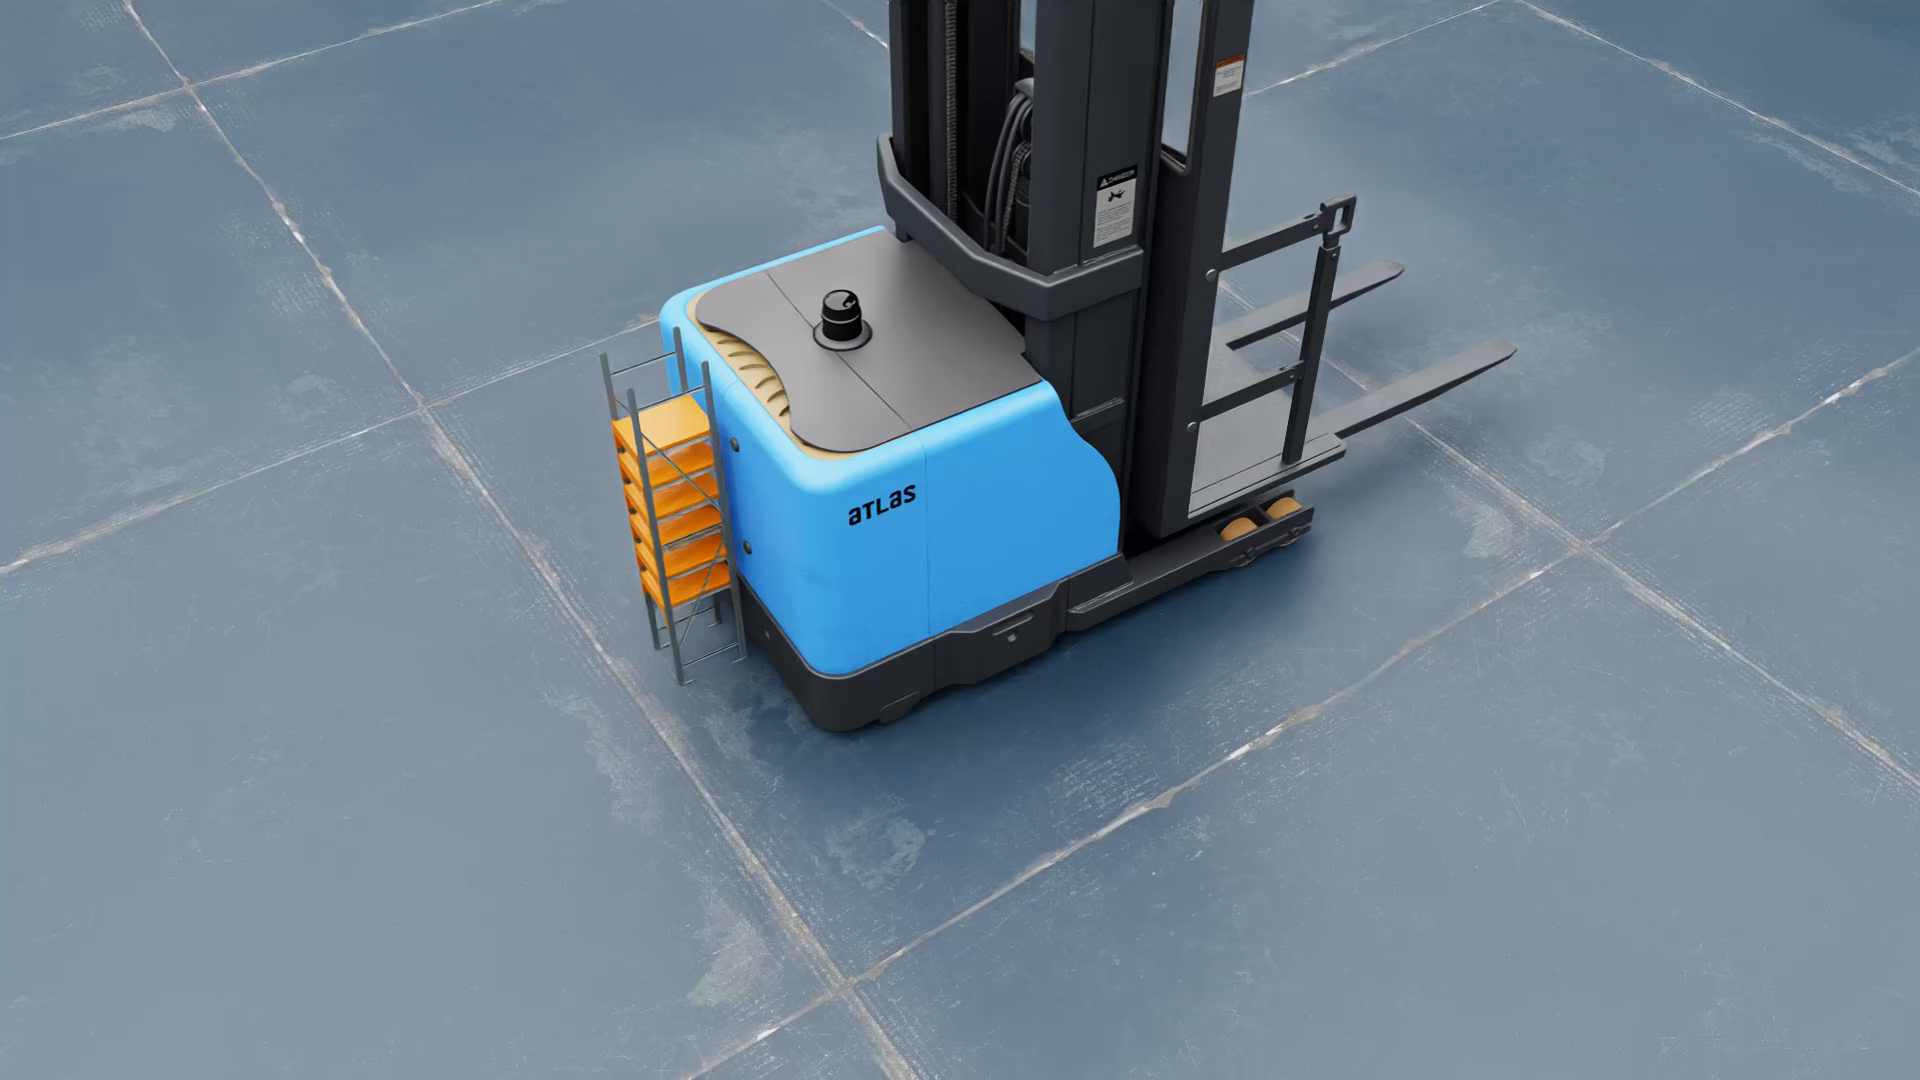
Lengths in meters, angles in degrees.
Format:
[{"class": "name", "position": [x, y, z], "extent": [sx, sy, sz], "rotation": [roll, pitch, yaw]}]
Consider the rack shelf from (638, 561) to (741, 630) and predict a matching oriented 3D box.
[{"class": "rack shelf", "position": [-0.836, 0.140, 5.146], "extent": [0.258, 0.103, 0.180], "rotation": [-23, 48, -22]}]

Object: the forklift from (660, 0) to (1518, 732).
[{"class": "forklift", "position": [0.612, -1.258, 4.945], "extent": [3.031, 2.935, 1.130], "rotation": [-23, 48, -22]}]

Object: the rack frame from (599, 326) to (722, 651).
[{"class": "rack frame", "position": [-0.884, -0.119, 5.006], "extent": [0.240, 1.200, 0.006], "rotation": [-23, 48, -22]}]

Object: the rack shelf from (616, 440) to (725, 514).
[{"class": "rack shelf", "position": [-0.836, -0.207, 4.815], "extent": [0.258, 0.103, 0.180], "rotation": [-23, 48, -22]}]

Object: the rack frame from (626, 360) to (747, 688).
[{"class": "rack frame", "position": [-0.788, -0.012, 4.893], "extent": [0.240, 1.200, 0.006], "rotation": [-23, 48, -22]}]

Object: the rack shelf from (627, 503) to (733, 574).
[{"class": "rack shelf", "position": [-0.836, -0.033, 4.980], "extent": [0.258, 0.103, 0.180], "rotation": [-23, 48, -22]}]

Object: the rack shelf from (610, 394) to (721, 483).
[{"class": "rack shelf", "position": [-0.836, -0.294, 4.732], "extent": [0.258, 0.103, 0.180], "rotation": [-23, 48, -22]}]

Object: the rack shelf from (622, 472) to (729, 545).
[{"class": "rack shelf", "position": [-0.836, -0.120, 4.897], "extent": [0.258, 0.103, 0.180], "rotation": [-23, 48, -22]}]

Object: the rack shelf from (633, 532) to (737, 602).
[{"class": "rack shelf", "position": [-0.836, 0.053, 5.063], "extent": [0.258, 0.103, 0.180], "rotation": [-23, 48, -22]}]

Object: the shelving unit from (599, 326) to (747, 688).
[{"class": "shelving unit", "position": [-0.836, -0.066, 4.950], "extent": [0.258, 1.200, 0.189], "rotation": [-23, 48, -22]}]
